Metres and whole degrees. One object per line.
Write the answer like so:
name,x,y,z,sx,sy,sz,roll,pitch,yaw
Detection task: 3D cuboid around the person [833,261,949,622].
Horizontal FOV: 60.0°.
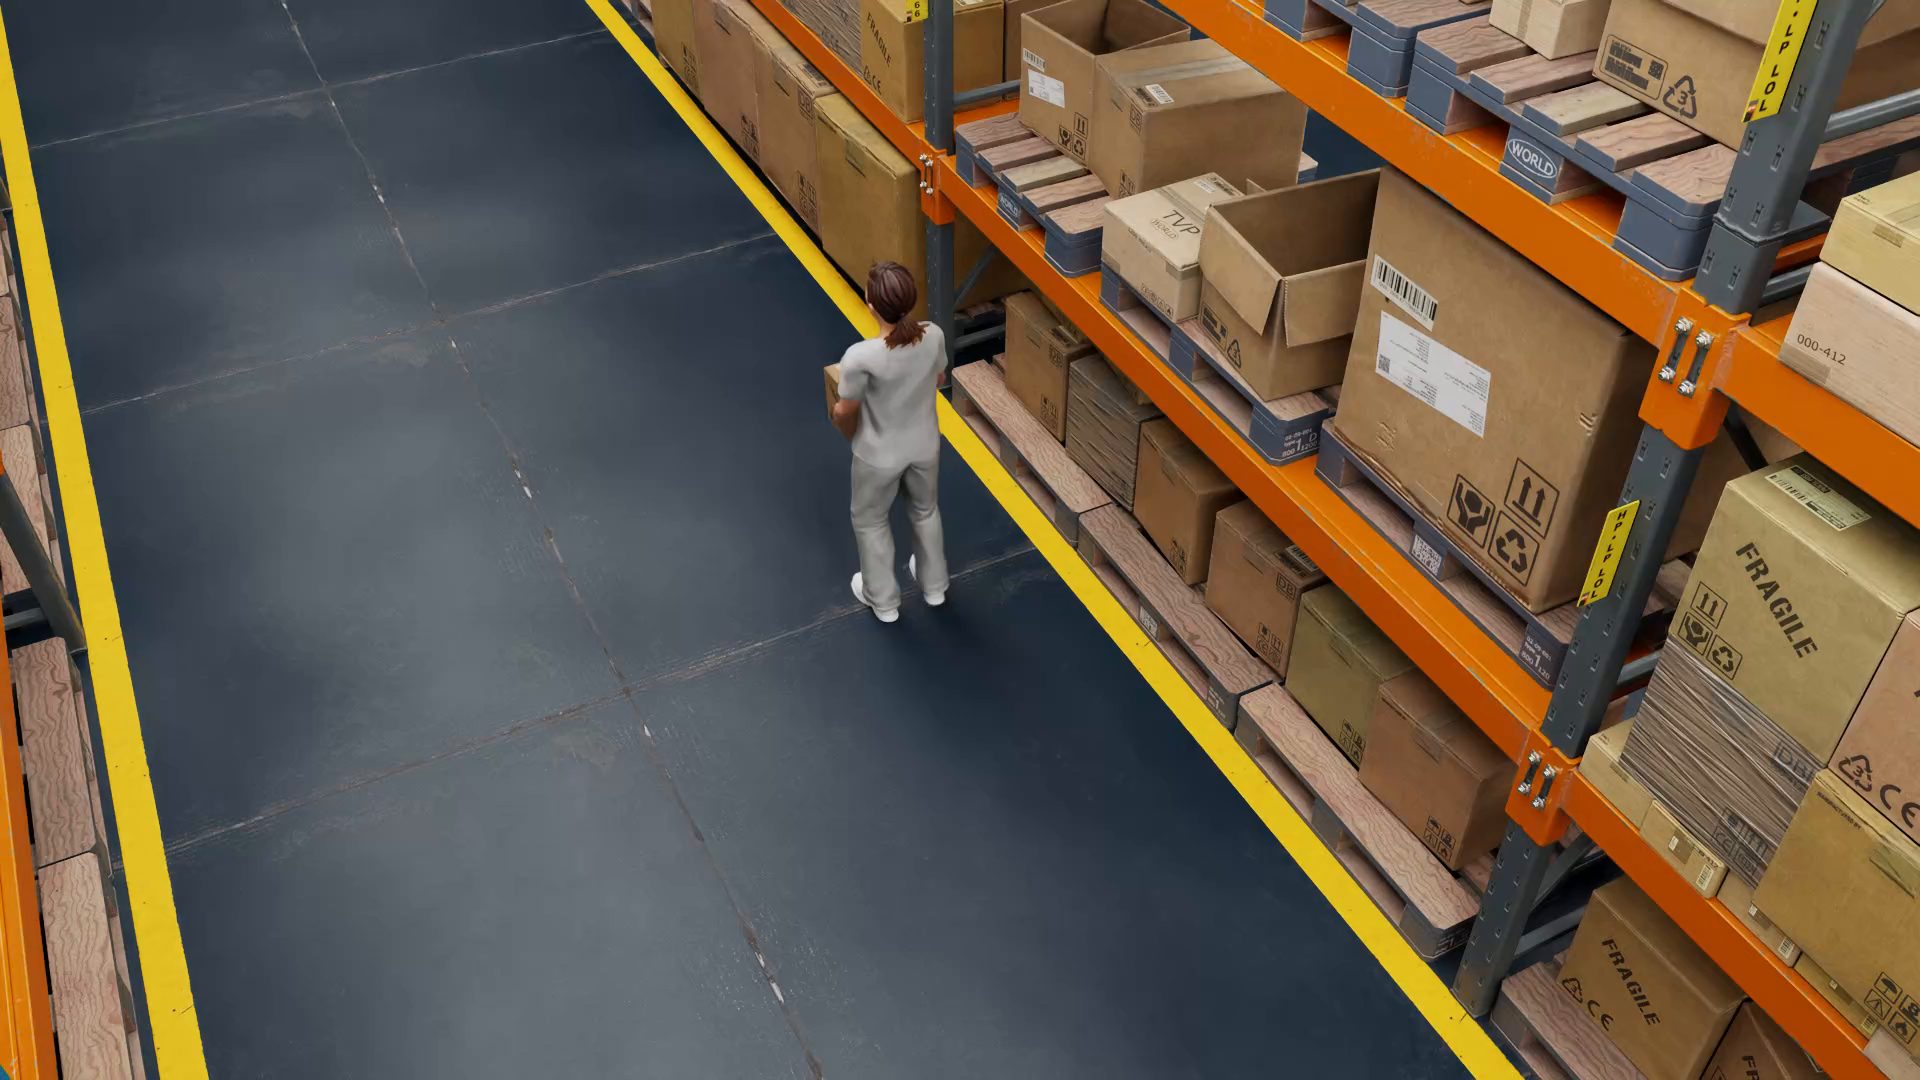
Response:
person,-0.285,-0.396,6.620,0.464,1.657,0.457,-19,45,-21
